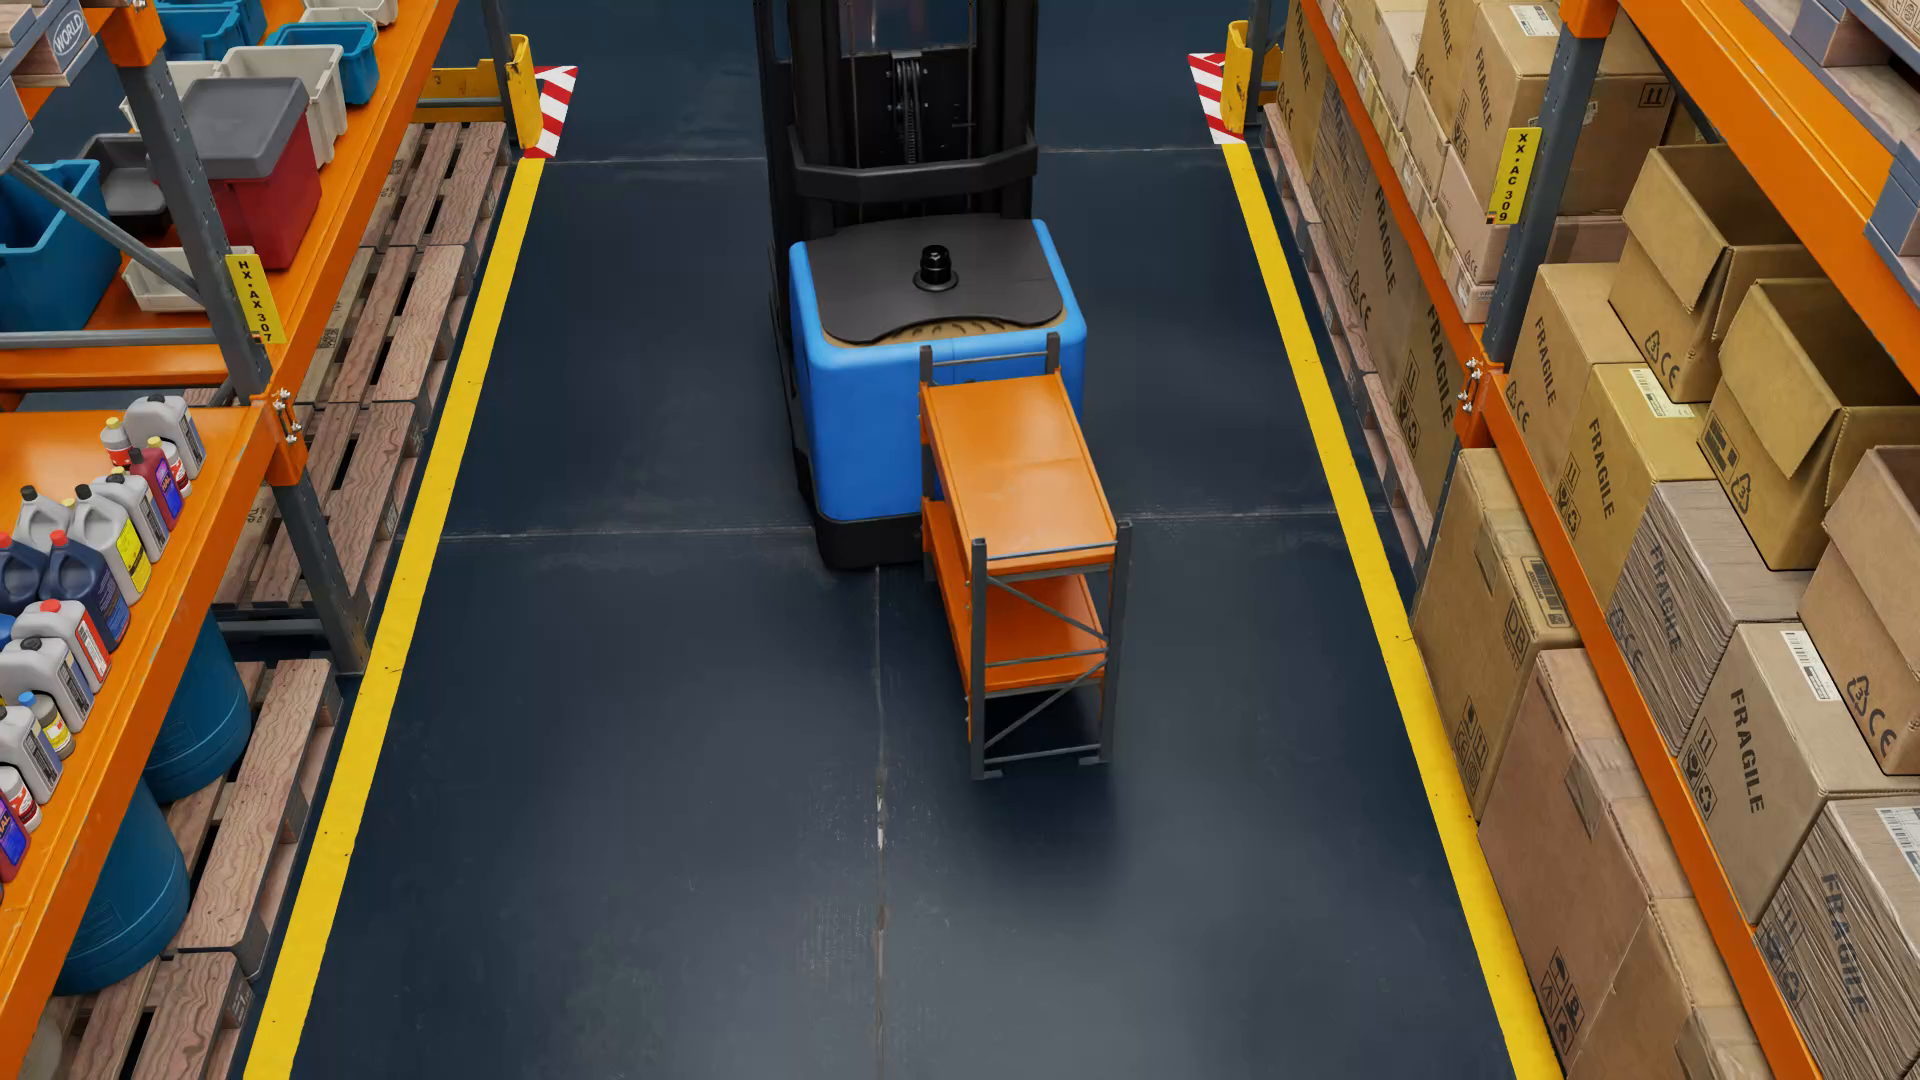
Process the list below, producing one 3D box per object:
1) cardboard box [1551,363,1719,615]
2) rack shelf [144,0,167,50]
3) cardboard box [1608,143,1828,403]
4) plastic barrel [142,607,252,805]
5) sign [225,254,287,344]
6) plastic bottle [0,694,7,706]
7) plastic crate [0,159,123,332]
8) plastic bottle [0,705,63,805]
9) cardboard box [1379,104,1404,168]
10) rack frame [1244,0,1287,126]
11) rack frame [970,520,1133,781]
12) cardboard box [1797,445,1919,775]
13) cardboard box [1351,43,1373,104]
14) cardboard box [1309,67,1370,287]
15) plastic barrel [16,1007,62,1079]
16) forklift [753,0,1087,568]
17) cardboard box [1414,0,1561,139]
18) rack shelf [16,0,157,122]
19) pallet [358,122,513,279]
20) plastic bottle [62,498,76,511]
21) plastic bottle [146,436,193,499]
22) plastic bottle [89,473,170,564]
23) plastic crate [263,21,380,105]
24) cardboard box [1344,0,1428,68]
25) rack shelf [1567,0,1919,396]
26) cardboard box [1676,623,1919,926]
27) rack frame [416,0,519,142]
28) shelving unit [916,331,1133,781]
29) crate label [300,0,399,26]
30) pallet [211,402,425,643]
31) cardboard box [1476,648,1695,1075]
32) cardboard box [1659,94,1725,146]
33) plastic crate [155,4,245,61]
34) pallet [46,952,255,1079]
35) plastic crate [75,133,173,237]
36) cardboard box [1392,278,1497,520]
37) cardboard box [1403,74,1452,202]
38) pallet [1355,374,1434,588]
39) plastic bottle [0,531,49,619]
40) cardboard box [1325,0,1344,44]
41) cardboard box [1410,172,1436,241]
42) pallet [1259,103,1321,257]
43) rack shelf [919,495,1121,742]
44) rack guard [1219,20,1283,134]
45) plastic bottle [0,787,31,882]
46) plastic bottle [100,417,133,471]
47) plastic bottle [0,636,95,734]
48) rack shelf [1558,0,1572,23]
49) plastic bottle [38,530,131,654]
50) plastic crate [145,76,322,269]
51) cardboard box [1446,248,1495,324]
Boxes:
[{"bbox_3d":[2.019,-0.146,4.616,0.500,0.500,0.500,-2,43,-2],"label":"cardboard box"},{"bbox_3d":[-2.806,-2.815,5.914,1.077,0.370,4.000,-2,43,-2],"label":"rack shelf"},{"bbox_3d":[2.263,-0.742,4.524,0.797,0.503,0.637,-3,43,-3],"label":"cardboard box"},{"bbox_3d":[-2.715,0.362,5.377,0.600,0.901,0.708,-2,43,-2],"label":"plastic barrel"},{"bbox_3d":[-2.172,-0.741,5.134,0.100,0.325,0.005,-2,43,-2],"label":"sign"},{"bbox_3d":[-2.463,0.374,4.218,0.097,0.271,0.097,0,43,0],"label":"plastic bottle"},{"bbox_3d":[-3.082,-0.946,5.530,0.392,0.384,0.575,-2,43,-2],"label":"plastic crate"},{"bbox_3d":[-2.329,0.512,4.063,0.152,0.276,0.135,-2,43,-2],"label":"plastic bottle"},{"bbox_3d":[1.843,-1.565,6.424,0.380,0.149,0.250,-1,43,-1],"label":"cardboard box"},{"bbox_3d":[2.057,-3.467,8.313,1.000,3.000,0.127,-2,43,-2],"label":"rack frame"},{"bbox_3d":[0.285,0.391,5.491,0.500,1.125,0.032,-7,43,-7],"label":"rack frame"},{"bbox_3d":[2.322,0.140,3.561,0.797,0.503,0.637,0,43,0],"label":"cardboard box"},{"bbox_3d":[1.822,-1.910,6.800,0.380,0.149,0.250,-1,43,-1],"label":"cardboard box"},{"bbox_3d":[2.203,-1.795,7.750,0.875,0.875,0.875,-2,43,-2],"label":"cardboard box"},{"bbox_3d":[-2.751,1.367,4.569,0.421,0.512,0.421,0,43,0],"label":"plastic barrel"},{"bbox_3d":[-0.285,-1.973,6.733,1.130,2.935,3.031,-7,43,-7],"label":"forklift"},{"bbox_3d":[1.923,-1.739,5.763,0.500,0.500,0.500,-1,43,-1],"label":"cardboard box"},{"bbox_3d":[-2.636,-0.115,2.968,1.077,0.370,4.000,-2,43,-2],"label":"rack shelf"},{"bbox_3d":[-2.895,-1.739,8.491,1.003,0.211,1.213,-2,43,-2],"label":"pallet"},{"bbox_3d":[-2.490,-0.032,4.712,0.097,0.201,0.097,0,43,0],"label":"plastic bottle"},{"bbox_3d":[-2.349,-0.217,4.914,0.097,0.201,0.097,0,43,0],"label":"plastic bottle"},{"bbox_3d":[-2.366,-0.075,4.704,0.152,0.276,0.135,-2,43,-2],"label":"plastic bottle"},{"bbox_3d":[-2.548,-1.906,6.689,0.416,0.233,0.300,-2,43,-2],"label":"plastic crate"},{"bbox_3d":[1.882,-2.147,6.764,0.500,0.250,0.500,-2,43,-3],"label":"cardboard box"},{"bbox_3d":[2.312,-0.257,3.123,1.077,0.370,4.000,-2,43,-2],"label":"rack shelf"},{"bbox_3d":[2.067,0.540,3.867,0.500,0.500,0.500,-1,43,-1],"label":"cardboard box"},{"bbox_3d":[-2.891,-3.325,8.158,1.000,3.000,0.127,-2,43,-2],"label":"rack frame"},{"bbox_3d":[0.195,0.053,5.860,0.538,1.125,1.048,-7,43,-7],"label":"shelving unit"},{"bbox_3d":[-2.642,-2.321,7.213,0.396,0.136,0.243,-2,43,-2],"label":"crate label"},{"bbox_3d":[-2.791,-0.092,6.694,1.003,0.211,1.213,-2,43,-2],"label":"pallet"},{"bbox_3d":[2.313,0.896,4.814,1.225,0.875,0.875,-3,43,-3],"label":"cardboard box"},{"bbox_3d":[2.462,-1.428,5.424,0.500,0.500,0.500,-2,43,-2],"label":"cardboard box"},{"bbox_3d":[-3.141,-2.018,6.811,0.416,0.233,0.300,-2,43,-2],"label":"plastic crate"},{"bbox_3d":[-2.675,1.751,4.683,1.003,0.211,1.213,-2,43,-2],"label":"pallet"},{"bbox_3d":[-3.037,-1.293,6.100,0.437,0.125,0.590,-2,43,-2],"label":"plastic crate"},{"bbox_3d":[2.279,-0.586,6.431,0.875,0.875,0.875,-2,43,-2],"label":"cardboard box"},{"bbox_3d":[1.922,-1.461,6.015,0.500,0.250,0.500,0,43,-1],"label":"cardboard box"},{"bbox_3d":[2.273,-0.254,6.871,1.003,0.211,1.213,-2,43,-2],"label":"pallet"},{"bbox_3d":[-2.492,0.134,4.421,0.144,0.351,0.185,-2,43,-2],"label":"plastic bottle"},{"bbox_3d":[1.800,-2.257,7.179,0.380,0.149,0.250,-2,43,-2],"label":"cardboard box"},{"bbox_3d":[1.865,-1.218,6.044,0.380,0.149,0.250,-2,43,-3],"label":"cardboard box"},{"bbox_3d":[2.169,-1.902,8.668,1.003,0.211,1.213,-2,43,-2],"label":"pallet"},{"bbox_3d":[0.195,0.233,6.025,0.538,0.278,1.000,-7,43,-7],"label":"rack shelf"},{"bbox_3d":[2.056,-2.562,9.175,1.175,0.500,0.348,-2,43,-2],"label":"rack guard"},{"bbox_3d":[-2.274,0.665,3.891,0.061,0.283,0.133,-2,43,-2],"label":"plastic bottle"},{"bbox_3d":[-2.505,-0.278,4.981,0.097,0.201,0.097,0,43,0],"label":"plastic bottle"},{"bbox_3d":[-2.339,0.356,4.234,0.152,0.276,0.135,-2,43,-2],"label":"plastic bottle"},{"bbox_3d":[2.142,-2.957,6.069,1.077,0.370,4.000,-2,43,-2],"label":"rack shelf"},{"bbox_3d":[-2.348,0.130,4.425,0.144,0.351,0.185,-2,43,-2],"label":"plastic bottle"},{"bbox_3d":[-2.509,-1.280,5.835,0.402,0.464,0.583,-2,43,-2],"label":"plastic crate"},{"bbox_3d":[1.887,-0.871,5.666,0.380,0.149,0.250,-1,43,-2],"label":"cardboard box"}]
